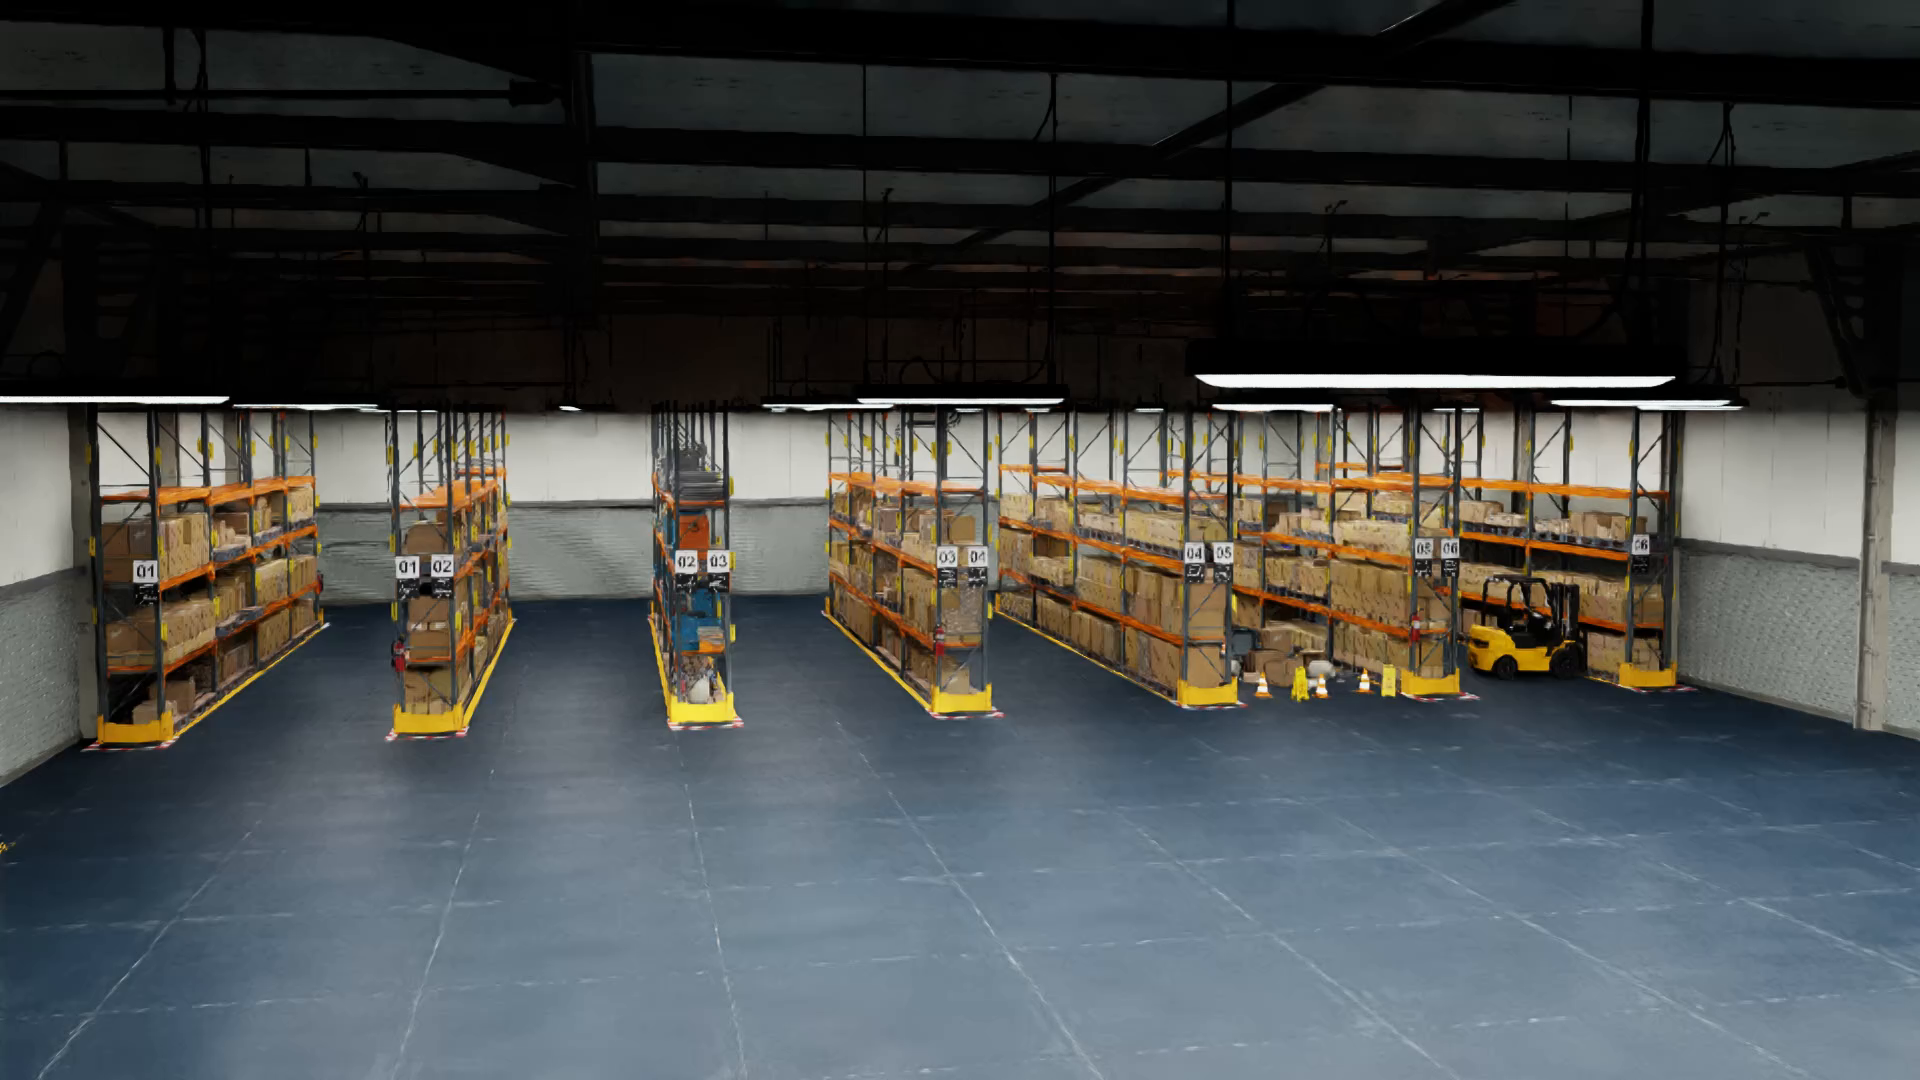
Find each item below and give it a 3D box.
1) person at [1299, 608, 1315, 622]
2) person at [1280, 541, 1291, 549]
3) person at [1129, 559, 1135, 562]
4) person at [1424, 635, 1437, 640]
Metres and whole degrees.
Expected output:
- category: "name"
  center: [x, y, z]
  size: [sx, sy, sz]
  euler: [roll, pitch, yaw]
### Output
- category: "person"
  center: [9.547, 1.384, 45.991]
  size: [0.586, 1.718, 0.640]
  euler: [1, 4, 14]
- category: "person"
  center: [10.858, 0.741, 55.196]
  size: [0.610, 1.633, 0.438]
  euler: [4, 6, 43]
- category: "person"
  center: [4.949, 1.340, 47.614]
  size: [0.432, 1.617, 0.440]
  euler: [0, 4, -2]
- category: "person"
  center: [10.668, 1.998, 37.910]
  size: [0.497, 1.723, 0.588]
  euler: [1, 5, 19]
